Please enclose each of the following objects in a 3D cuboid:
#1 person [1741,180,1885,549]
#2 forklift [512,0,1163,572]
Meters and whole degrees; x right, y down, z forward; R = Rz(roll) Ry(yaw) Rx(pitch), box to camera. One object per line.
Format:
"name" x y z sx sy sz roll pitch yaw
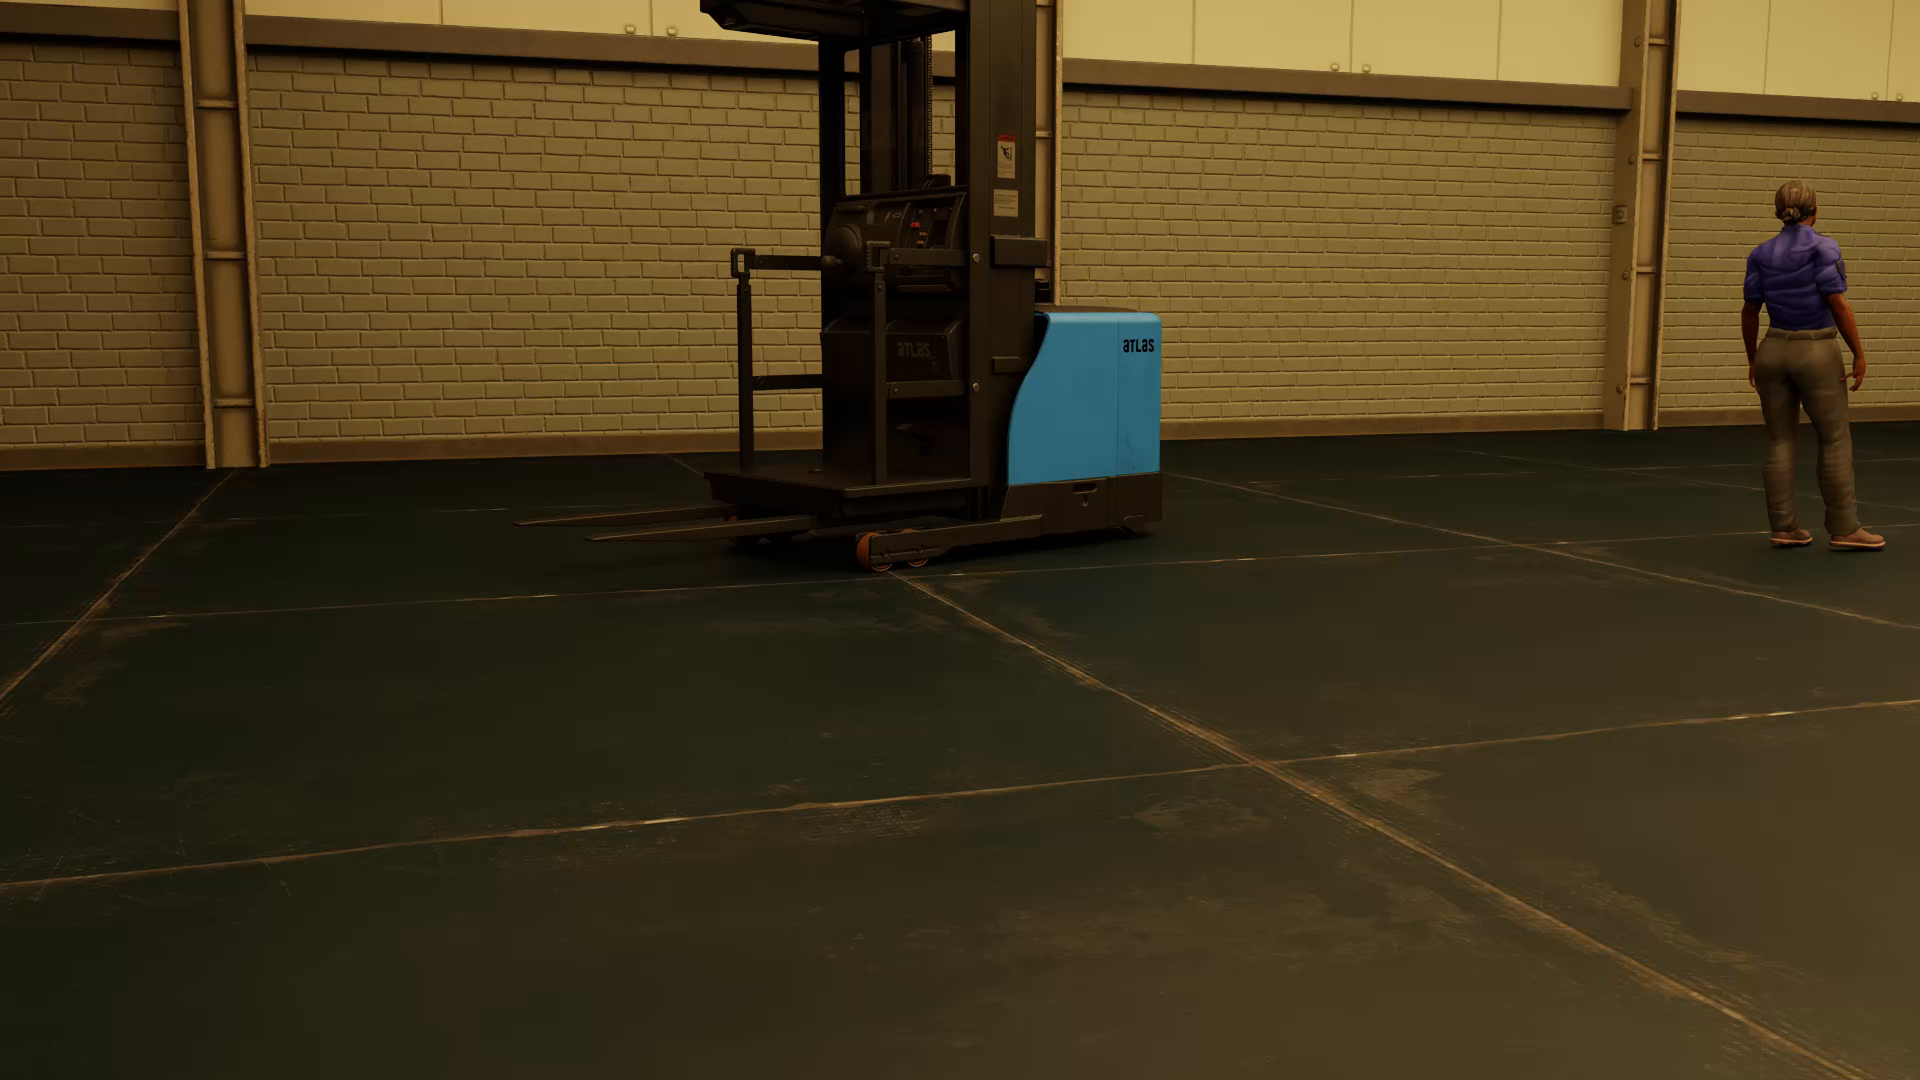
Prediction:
"person" 3.889 -0.797 7.587 0.503 1.656 0.569 -5 9 -32
"forklift" -0.461 -1.399 7.333 3.031 2.935 1.130 -7 10 -40
